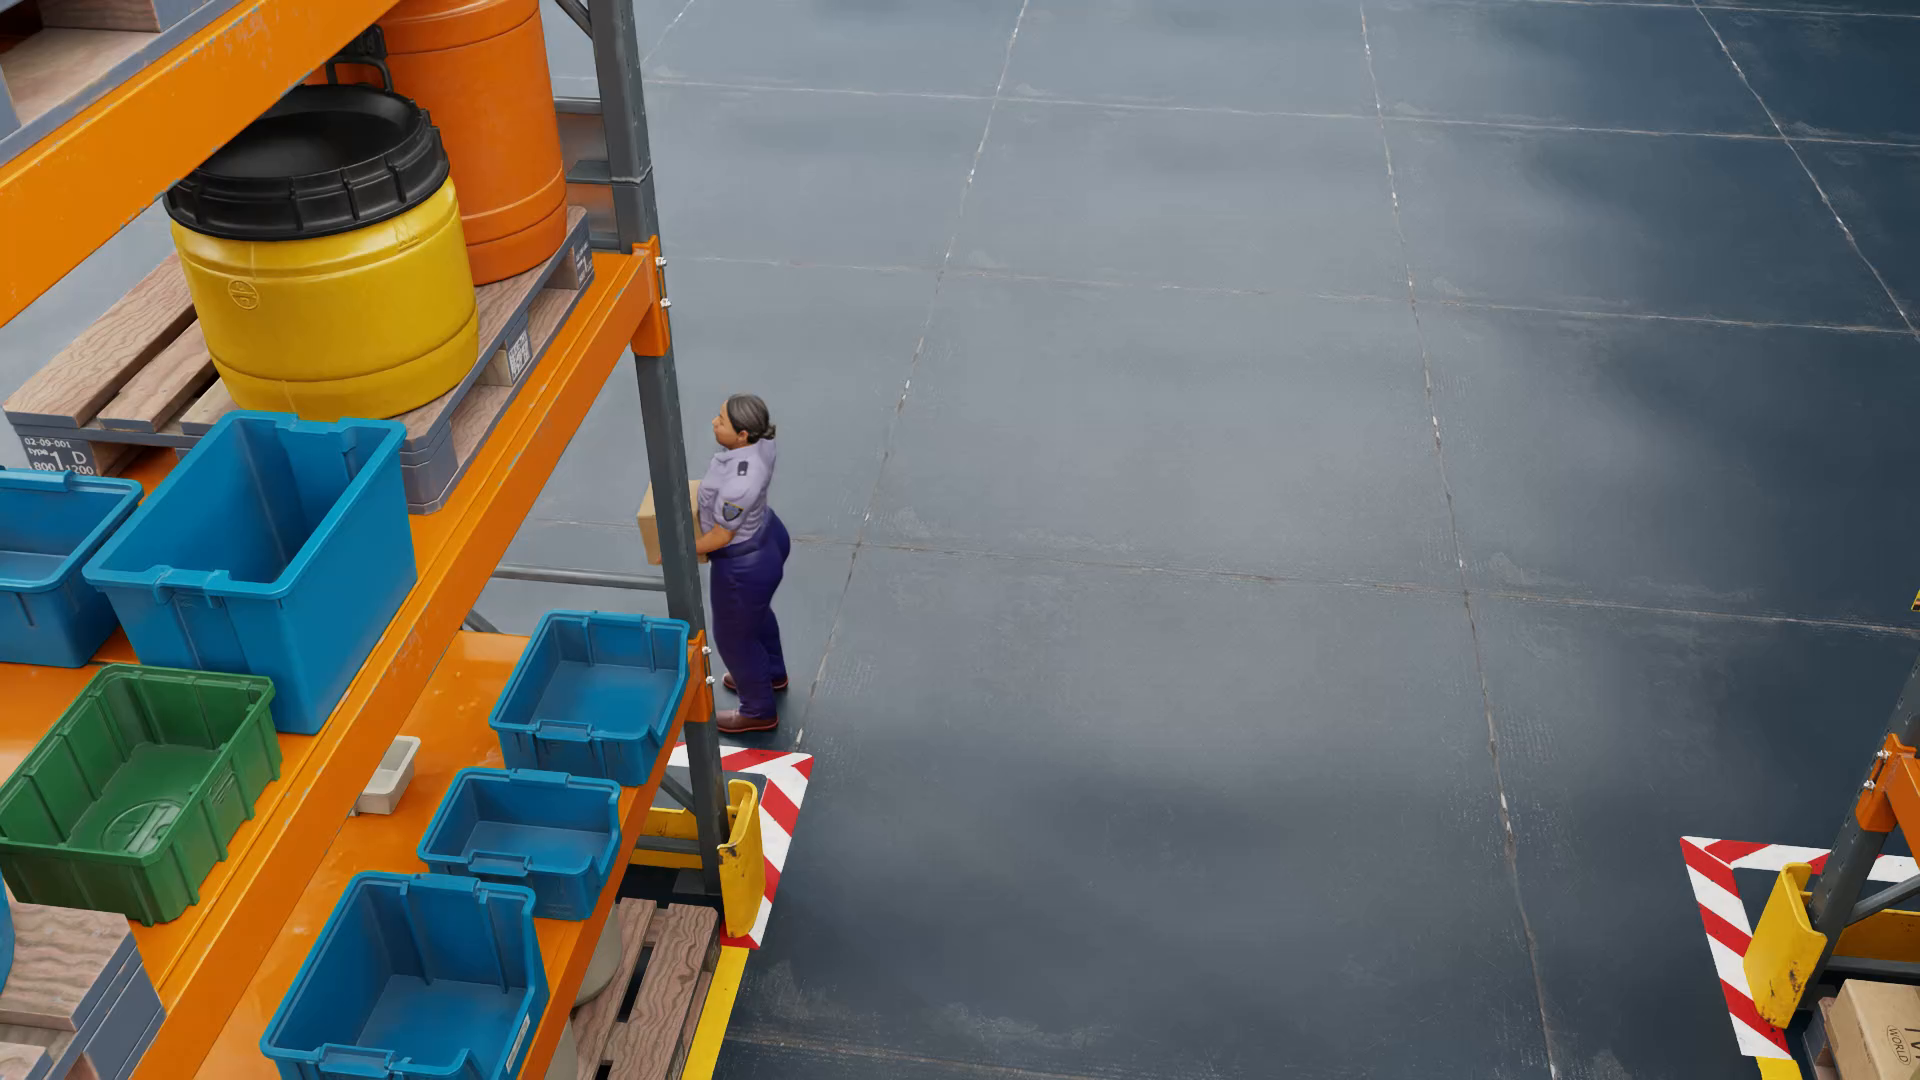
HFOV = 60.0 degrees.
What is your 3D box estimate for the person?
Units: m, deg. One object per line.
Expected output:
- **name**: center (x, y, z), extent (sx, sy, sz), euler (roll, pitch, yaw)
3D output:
- **person**: center (-0.980, 0.082, 6.947), extent (0.514, 1.636, 0.454), euler (3, 36, 3)
